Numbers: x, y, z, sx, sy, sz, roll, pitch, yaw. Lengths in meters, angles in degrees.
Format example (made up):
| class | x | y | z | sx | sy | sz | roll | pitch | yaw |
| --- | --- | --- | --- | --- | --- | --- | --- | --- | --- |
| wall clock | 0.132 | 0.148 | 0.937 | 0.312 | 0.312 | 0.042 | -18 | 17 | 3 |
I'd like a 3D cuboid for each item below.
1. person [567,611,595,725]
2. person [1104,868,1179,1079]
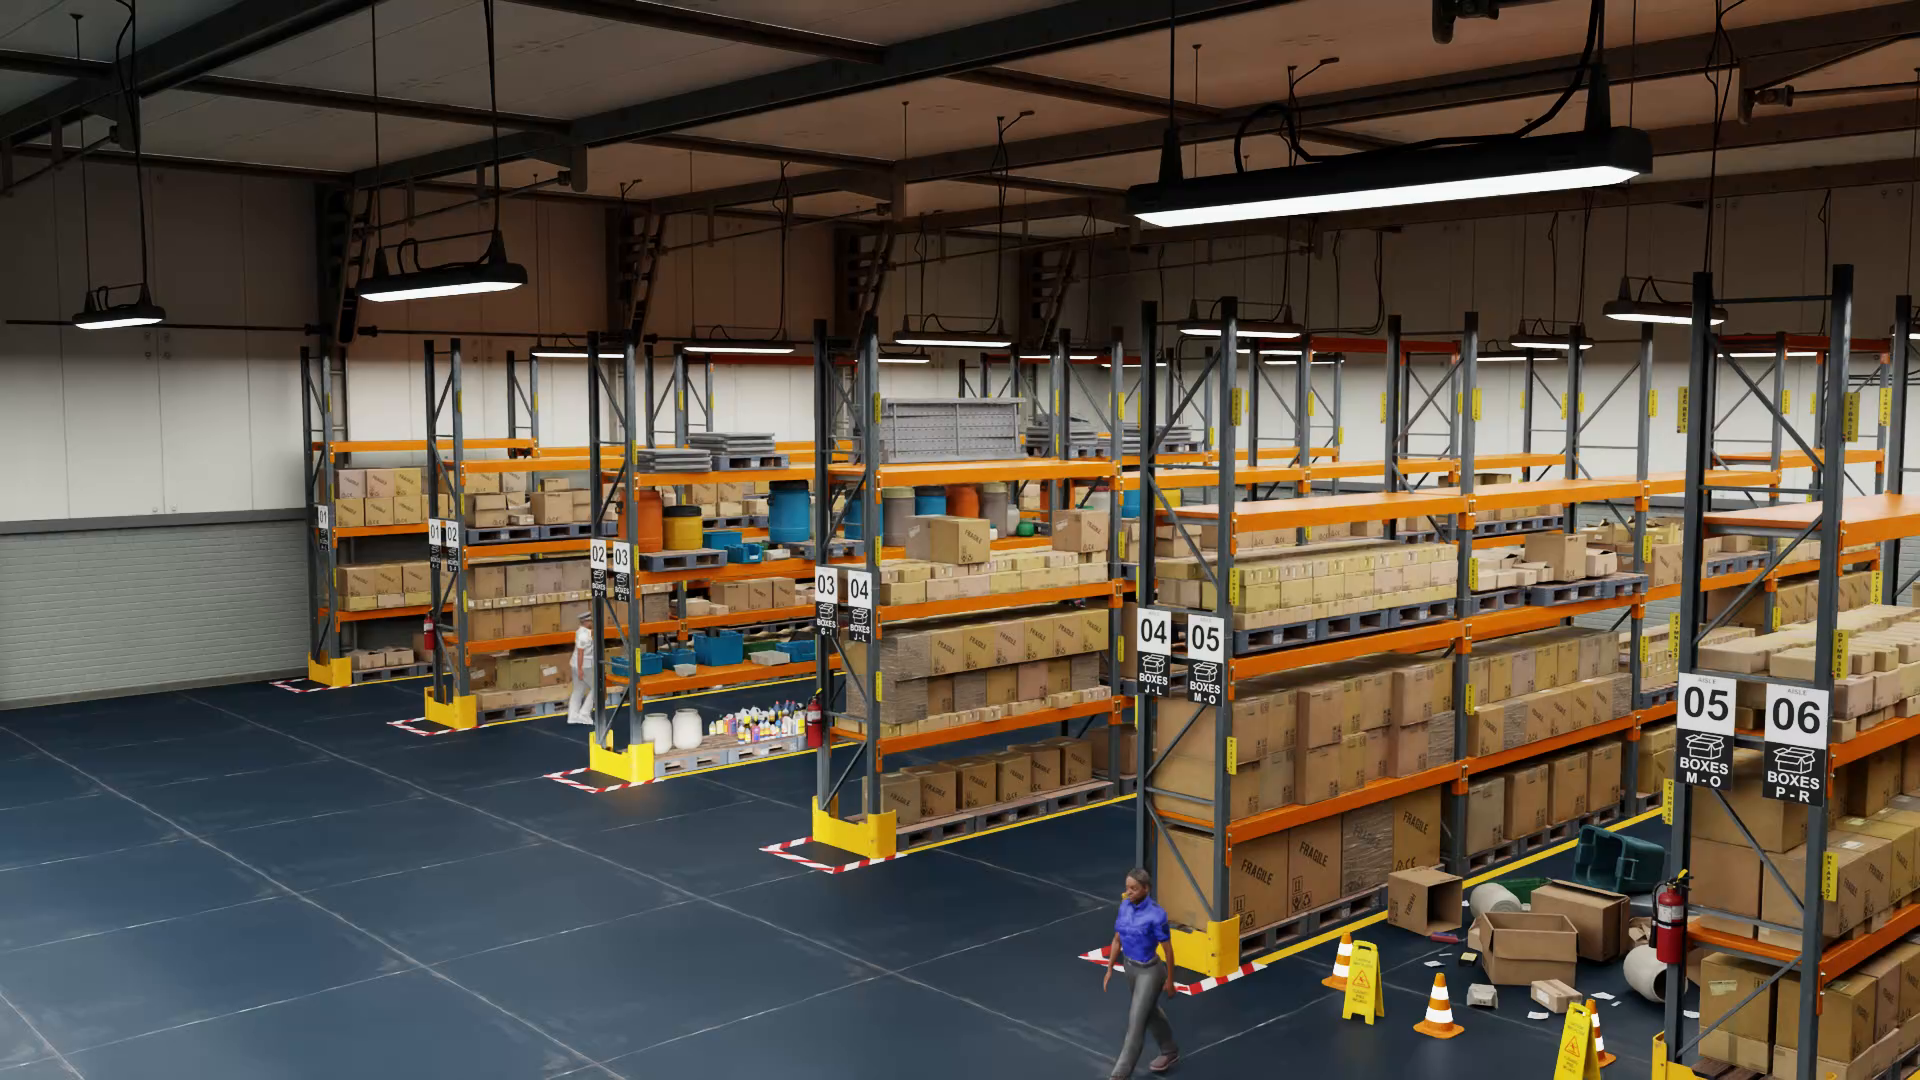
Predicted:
| class | x | y | z | sx | sy | sz | roll | pitch | yaw |
| --- | --- | --- | --- | --- | --- | --- | --- | --- | --- |
| person | -5.893 | 1.999 | 26.004 | 0.519 | 1.768 | 0.564 | -3 | 6 | -29 |
| person | 1.303 | 3.248 | 12.419 | 0.986 | 1.610 | 0.466 | -3 | 6 | -35 |
